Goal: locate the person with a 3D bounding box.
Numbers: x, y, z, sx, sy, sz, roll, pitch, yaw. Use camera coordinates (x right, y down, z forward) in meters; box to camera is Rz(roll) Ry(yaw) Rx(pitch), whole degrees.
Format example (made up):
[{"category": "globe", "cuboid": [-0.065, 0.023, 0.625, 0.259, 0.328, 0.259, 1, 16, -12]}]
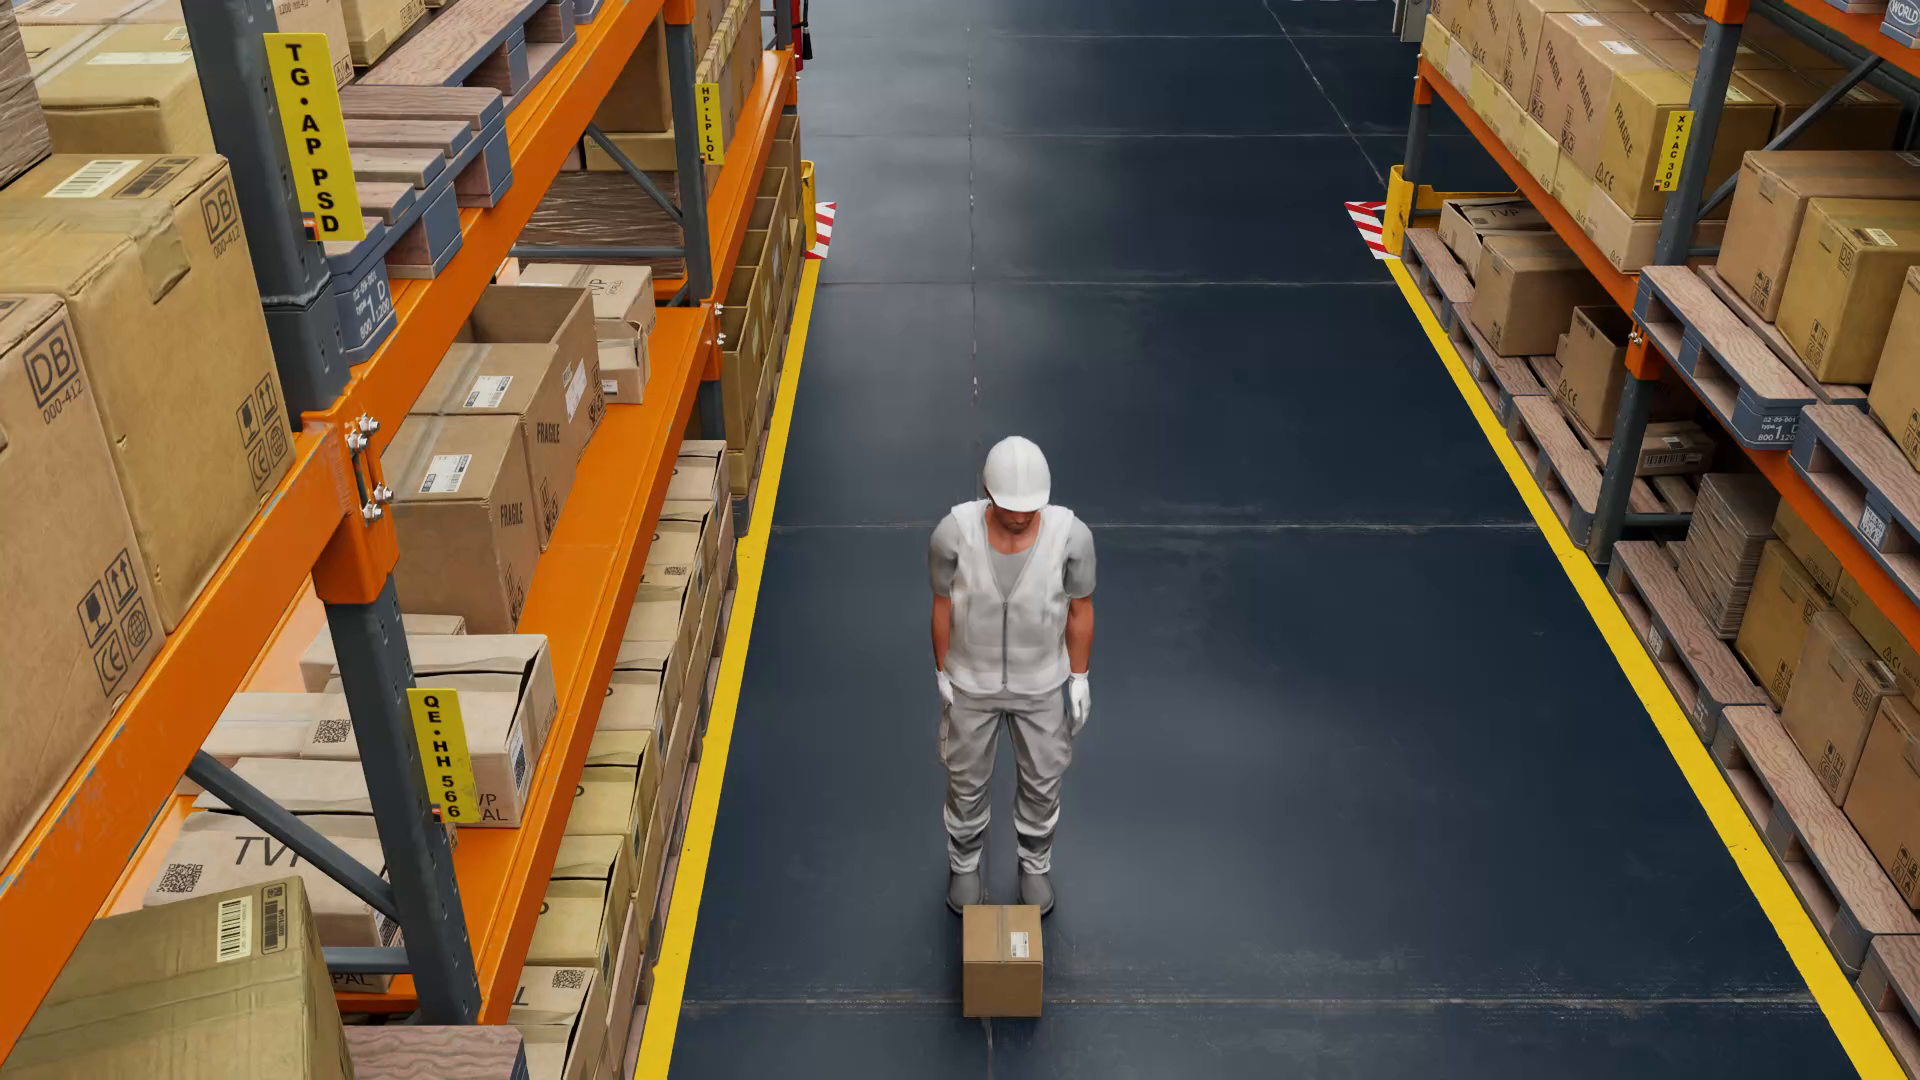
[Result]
[{"category": "person", "cuboid": [0.164, 0.457, 5.367, 0.528, 1.775, 0.358, 0, 31, 1]}]
